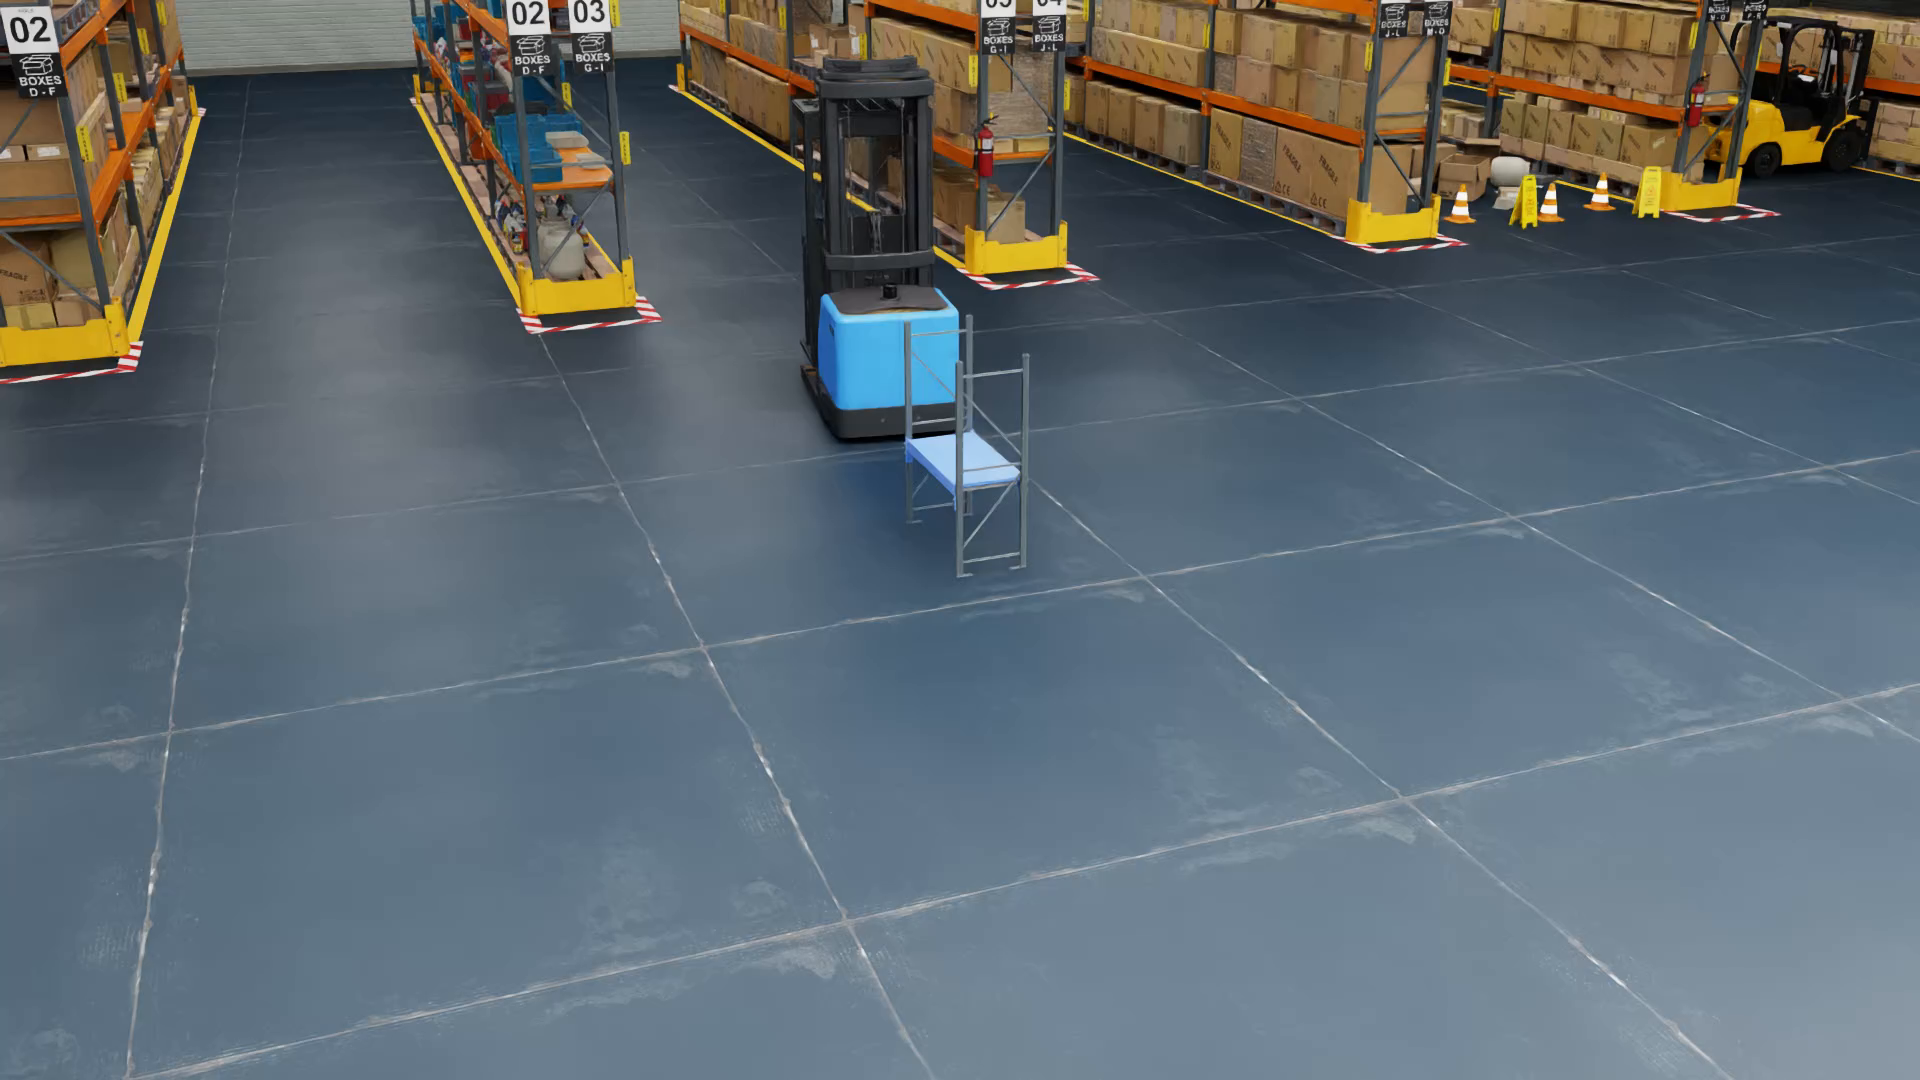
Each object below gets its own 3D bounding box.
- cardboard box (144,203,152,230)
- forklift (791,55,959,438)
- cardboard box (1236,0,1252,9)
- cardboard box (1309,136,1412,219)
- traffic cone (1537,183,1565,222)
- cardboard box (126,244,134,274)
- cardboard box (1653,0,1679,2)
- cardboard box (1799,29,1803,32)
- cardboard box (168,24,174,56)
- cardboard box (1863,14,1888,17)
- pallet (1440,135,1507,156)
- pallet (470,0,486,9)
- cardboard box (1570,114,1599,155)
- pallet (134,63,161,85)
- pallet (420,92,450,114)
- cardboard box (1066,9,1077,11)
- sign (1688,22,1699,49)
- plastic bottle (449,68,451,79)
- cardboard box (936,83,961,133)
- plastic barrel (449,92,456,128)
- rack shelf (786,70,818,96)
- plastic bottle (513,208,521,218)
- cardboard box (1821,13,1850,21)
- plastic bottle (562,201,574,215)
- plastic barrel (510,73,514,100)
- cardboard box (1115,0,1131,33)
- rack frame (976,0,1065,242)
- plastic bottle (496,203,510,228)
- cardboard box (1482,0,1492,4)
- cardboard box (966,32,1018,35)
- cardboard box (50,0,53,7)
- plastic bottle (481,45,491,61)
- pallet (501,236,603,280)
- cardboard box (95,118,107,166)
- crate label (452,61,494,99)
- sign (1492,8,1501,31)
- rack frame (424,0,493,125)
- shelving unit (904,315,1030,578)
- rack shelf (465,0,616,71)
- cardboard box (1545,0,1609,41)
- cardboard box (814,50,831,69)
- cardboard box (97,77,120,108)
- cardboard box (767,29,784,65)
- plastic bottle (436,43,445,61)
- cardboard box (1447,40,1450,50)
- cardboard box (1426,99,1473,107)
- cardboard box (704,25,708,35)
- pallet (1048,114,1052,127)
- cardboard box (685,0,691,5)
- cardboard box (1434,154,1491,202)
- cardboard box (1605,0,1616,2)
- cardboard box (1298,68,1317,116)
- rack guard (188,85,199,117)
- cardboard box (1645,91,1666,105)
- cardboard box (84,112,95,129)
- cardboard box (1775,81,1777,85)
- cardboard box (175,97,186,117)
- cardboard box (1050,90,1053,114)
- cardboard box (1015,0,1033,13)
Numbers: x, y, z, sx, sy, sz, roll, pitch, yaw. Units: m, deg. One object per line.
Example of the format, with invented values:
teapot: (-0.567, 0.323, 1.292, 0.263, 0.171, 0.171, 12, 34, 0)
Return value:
cardboard box: (-10.099, -3.892, 20.121, 0.500, 0.250, 0.500, -8, 24, -18)
forklift: (-0.826, -2.724, 14.438, 1.130, 2.935, 3.031, -5, 23, -12)
cardboard box: (5.596, -10.186, 31.605, 0.500, 0.250, 0.500, -9, 24, -21)
cardboard box: (5.047, -4.599, 20.994, 0.875, 0.875, 0.875, -8, 24, -19)
traffic cone: (7.667, -4.398, 21.588, 0.336, 0.463, 0.334, -8, 24, -19)
cardboard box: (-9.283, -3.024, 18.063, 0.500, 0.250, 0.500, -8, 24, -19)
cardboard box: (12.448, -9.445, 29.333, 0.380, 0.149, 0.250, -9, 24, -20)
cardboard box: (13.251, -8.007, 25.922, 0.380, 0.149, 0.250, -8, 24, -19)
cardboard box: (-13.119, -8.142, 27.077, 0.500, 0.500, 0.500, -8, 24, -19)
cardboard box: (13.991, -7.937, 25.371, 0.380, 0.149, 0.250, -9, 24, -20)
pallet: (8.255, -6.314, 26.459, 1.003, 0.211, 1.213, -8, 24, -19)
pallet: (-5.027, -6.324, 19.273, 1.213, 0.211, 1.003, -8, 24, -19)
cardboard box: (9.058, -5.764, 23.597, 0.500, 0.500, 0.500, -9, 24, -20)
pallet: (-12.113, -6.670, 23.960, 1.003, 0.211, 1.213, -8, 24, -19)
pallet: (-9.358, -8.047, 30.572, 1.003, 0.211, 1.213, -8, 24, -19)
cardboard box: (1.741, -8.708, 27.565, 0.380, 0.149, 0.250, -8, 24, -17)
sign: (9.418, -6.473, 21.349, 0.100, 0.325, 0.005, -8, 24, -19)
plastic bottle: (-7.468, -6.891, 24.494, 0.097, 0.201, 0.097, 0, 23, 0)
cardboard box: (0.216, -5.055, 19.371, 0.875, 0.500, 0.500, -8, 24, -19)
plastic barrel: (-8.024, -7.211, 27.157, 0.600, 0.901, 0.708, -8, 24, -19)
rack shelf: (-1.447, -6.352, 23.885, 1.077, 0.370, 4.000, -8, 24, -19)
plastic bottle: (-5.313, -3.836, 19.936, 0.097, 0.271, 0.097, 0, 23, 0)
cardboard box: (13.396, -7.952, 25.408, 0.380, 0.149, 0.250, -9, 24, -20)
plastic bottle: (-4.695, -3.878, 19.932, 0.144, 0.351, 0.185, -8, 24, -19)
plastic barrel: (-5.506, -5.718, 21.278, 0.433, 0.535, 0.433, 0, 23, 0)
cardboard box: (2.852, -8.213, 25.957, 0.700, 0.500, 0.500, -9, 24, -20)
rack frame: (0.673, -4.503, 18.573, 1.000, 3.000, 0.127, -8, 24, -19)
plastic bottle: (-5.531, -3.935, 20.165, 0.152, 0.276, 0.135, -7, 24, -17)
cardboard box: (8.216, -8.592, 26.386, 0.380, 0.149, 0.250, -7, 24, -16)
cardboard box: (0.386, -5.749, 19.728, 0.500, 0.500, 0.500, -8, 24, -19)
cardboard box: (-8.847, -5.122, 15.780, 0.380, 0.149, 0.250, -8, 24, -19)
plastic bottle: (-7.275, -7.402, 25.514, 0.144, 0.351, 0.185, -8, 24, -19)
pallet: (-4.741, -3.299, 19.304, 1.003, 0.211, 1.213, -8, 24, -19)
cardboard box: (-9.654, -4.294, 17.947, 0.700, 0.500, 0.500, -9, 24, -20)
crate label: (-6.689, -6.349, 22.906, 0.502, 0.435, 0.616, -8, 24, -19)
sign: (8.013, -7.773, 24.838, 0.100, 0.325, 0.005, -8, 24, -19)
rack frame: (-8.200, -8.184, 27.305, 1.000, 3.000, 0.127, -8, 24, -19)
shelving unit: (0.030, -0.660, 11.385, 0.538, 1.500, 1.048, -8, 24, -19)
rack shelf: (-4.667, -5.601, 18.242, 1.077, 0.370, 4.000, -8, 24, -19)
cardboard box: (8.796, -7.396, 23.637, 0.700, 0.500, 0.500, -9, 24, -20)
cardboard box: (-1.776, -6.894, 23.897, 0.500, 0.250, 0.500, -9, 24, -20)
cardboard box: (-10.814, -5.491, 20.787, 0.500, 0.500, 0.500, -10, 25, -22)
cardboard box: (-2.730, -7.784, 26.226, 0.500, 0.500, 0.500, -9, 24, -19)
plastic bottle: (-8.263, -7.773, 26.491, 0.152, 0.276, 0.135, -8, 24, -19)
cardboard box: (7.796, -7.822, 26.230, 0.380, 0.149, 0.250, -8, 24, -19)
cardboard box: (7.839, -7.003, 27.345, 0.950, 0.372, 0.625, -8, 24, -17)
cardboard box: (-4.435, -9.281, 30.230, 0.380, 0.149, 0.250, -9, 24, -20)
pallet: (1.821, -7.496, 29.263, 1.003, 0.211, 1.213, -8, 24, -19)
cardboard box: (-4.886, -10.337, 31.259, 0.500, 0.500, 0.500, -9, 24, -20)
cardboard box: (6.955, -5.004, 22.974, 0.637, 0.503, 0.797, 12, 26, 27)
cardboard box: (11.693, -9.544, 29.569, 0.380, 0.149, 0.250, -8, 24, -18)
cardboard box: (4.880, -5.762, 21.367, 0.875, 0.550, 0.550, -8, 24, -19)
rack guard: (-14.221, -7.780, 29.564, 1.175, 0.500, 0.348, -8, 24, -19)
cardboard box: (9.419, -5.931, 22.283, 0.380, 0.149, 0.250, -9, 24, -20)
cardboard box: (-9.169, -4.317, 17.166, 0.380, 0.149, 0.250, -8, 24, -17)
cardboard box: (13.051, -7.167, 26.605, 0.500, 0.250, 0.500, -9, 24, -20)
cardboard box: (-13.518, -7.382, 28.376, 0.500, 0.250, 0.500, -8, 24, -19)
cardboard box: (1.866, -7.488, 28.332, 0.500, 0.500, 0.500, -7, 24, -17)
cardboard box: (0.745, -6.027, 18.519, 0.500, 0.250, 0.500, -8, 24, -17)
